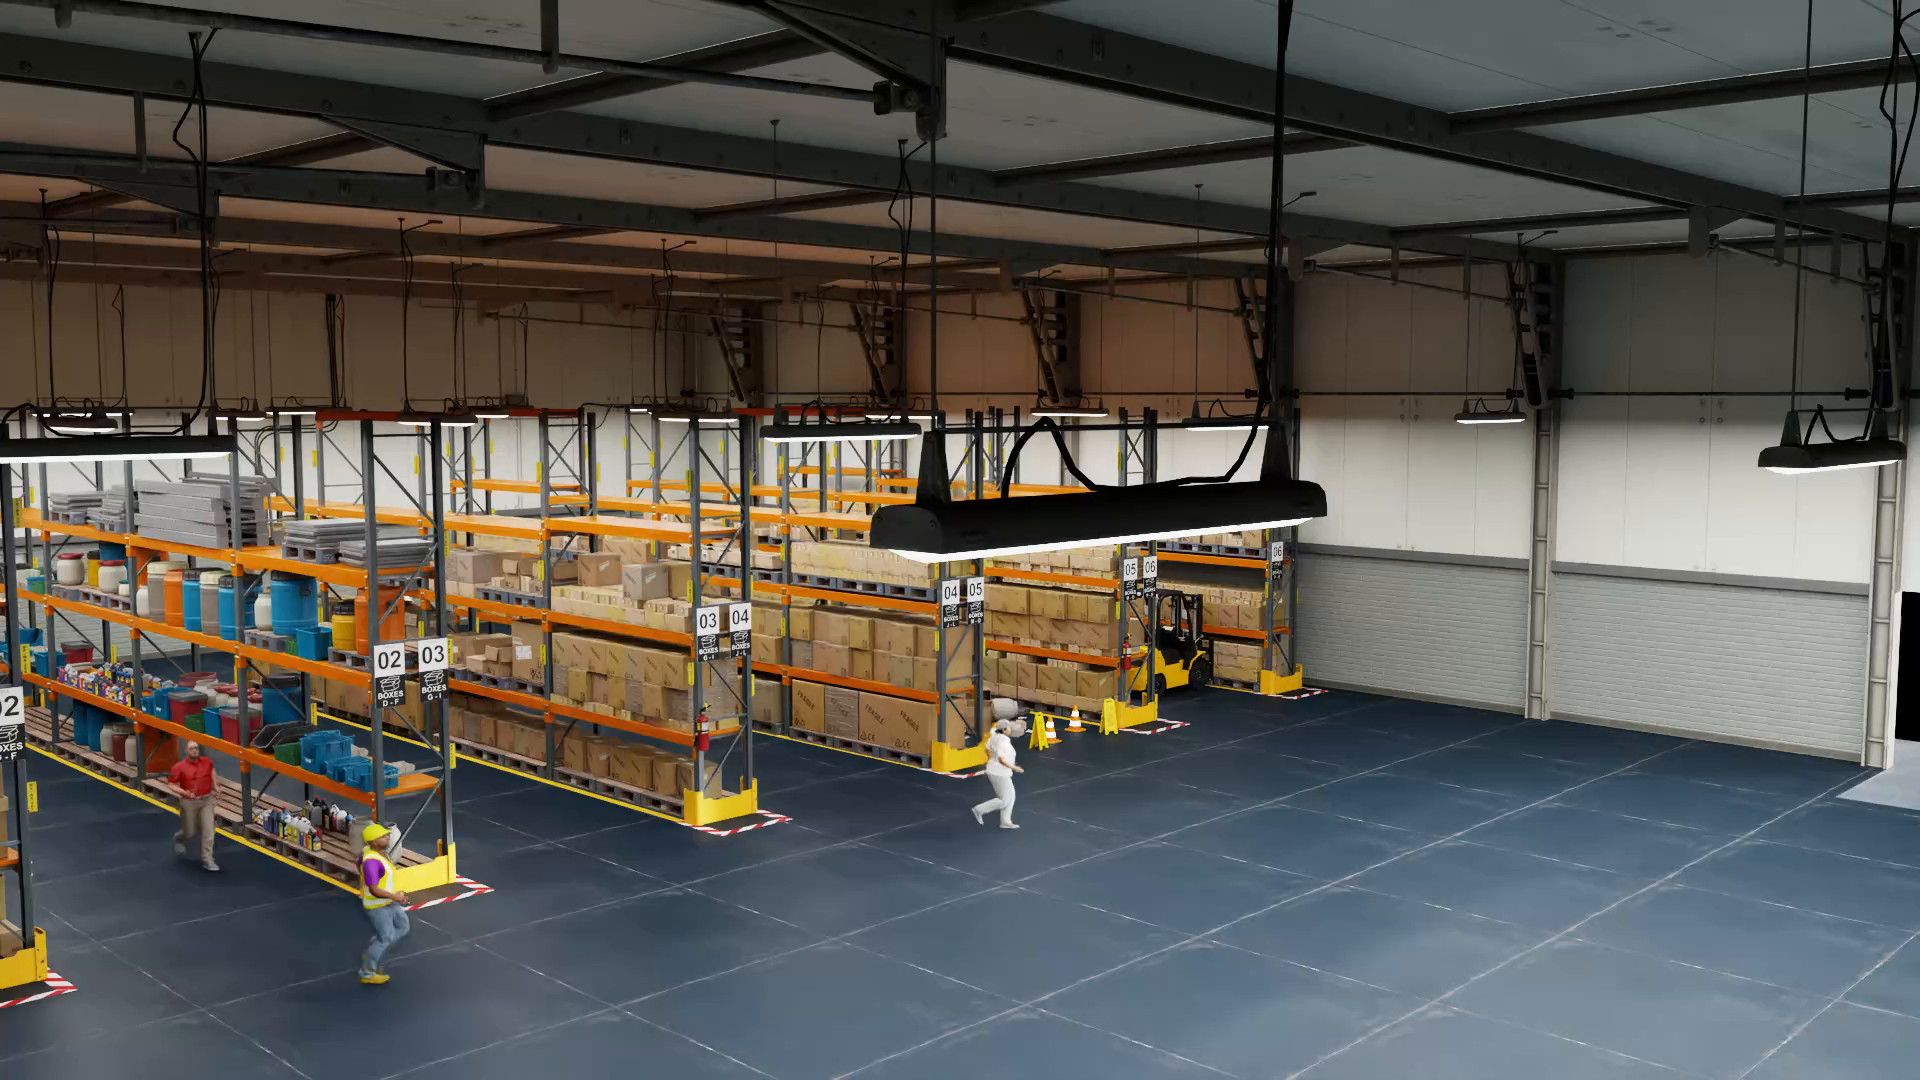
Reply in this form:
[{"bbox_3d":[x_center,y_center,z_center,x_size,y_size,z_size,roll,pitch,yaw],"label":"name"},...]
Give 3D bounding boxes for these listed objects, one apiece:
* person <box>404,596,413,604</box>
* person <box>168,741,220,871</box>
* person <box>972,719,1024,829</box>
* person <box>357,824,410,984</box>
[{"bbox_3d":[-12.694,2.156,38.055,0.805,1.807,0.682,-1,5,-16],"label":"person"},{"bbox_3d":[-10.178,3.515,22.182,0.992,1.693,0.678,5,7,44],"label":"person"},{"bbox_3d":[0.507,3.398,24.041,0.756,1.634,0.599,-1,5,-14],"label":"person"},{"bbox_3d":[-6.201,3.886,17.869,0.549,1.721,0.711,-2,5,-17],"label":"person"}]
